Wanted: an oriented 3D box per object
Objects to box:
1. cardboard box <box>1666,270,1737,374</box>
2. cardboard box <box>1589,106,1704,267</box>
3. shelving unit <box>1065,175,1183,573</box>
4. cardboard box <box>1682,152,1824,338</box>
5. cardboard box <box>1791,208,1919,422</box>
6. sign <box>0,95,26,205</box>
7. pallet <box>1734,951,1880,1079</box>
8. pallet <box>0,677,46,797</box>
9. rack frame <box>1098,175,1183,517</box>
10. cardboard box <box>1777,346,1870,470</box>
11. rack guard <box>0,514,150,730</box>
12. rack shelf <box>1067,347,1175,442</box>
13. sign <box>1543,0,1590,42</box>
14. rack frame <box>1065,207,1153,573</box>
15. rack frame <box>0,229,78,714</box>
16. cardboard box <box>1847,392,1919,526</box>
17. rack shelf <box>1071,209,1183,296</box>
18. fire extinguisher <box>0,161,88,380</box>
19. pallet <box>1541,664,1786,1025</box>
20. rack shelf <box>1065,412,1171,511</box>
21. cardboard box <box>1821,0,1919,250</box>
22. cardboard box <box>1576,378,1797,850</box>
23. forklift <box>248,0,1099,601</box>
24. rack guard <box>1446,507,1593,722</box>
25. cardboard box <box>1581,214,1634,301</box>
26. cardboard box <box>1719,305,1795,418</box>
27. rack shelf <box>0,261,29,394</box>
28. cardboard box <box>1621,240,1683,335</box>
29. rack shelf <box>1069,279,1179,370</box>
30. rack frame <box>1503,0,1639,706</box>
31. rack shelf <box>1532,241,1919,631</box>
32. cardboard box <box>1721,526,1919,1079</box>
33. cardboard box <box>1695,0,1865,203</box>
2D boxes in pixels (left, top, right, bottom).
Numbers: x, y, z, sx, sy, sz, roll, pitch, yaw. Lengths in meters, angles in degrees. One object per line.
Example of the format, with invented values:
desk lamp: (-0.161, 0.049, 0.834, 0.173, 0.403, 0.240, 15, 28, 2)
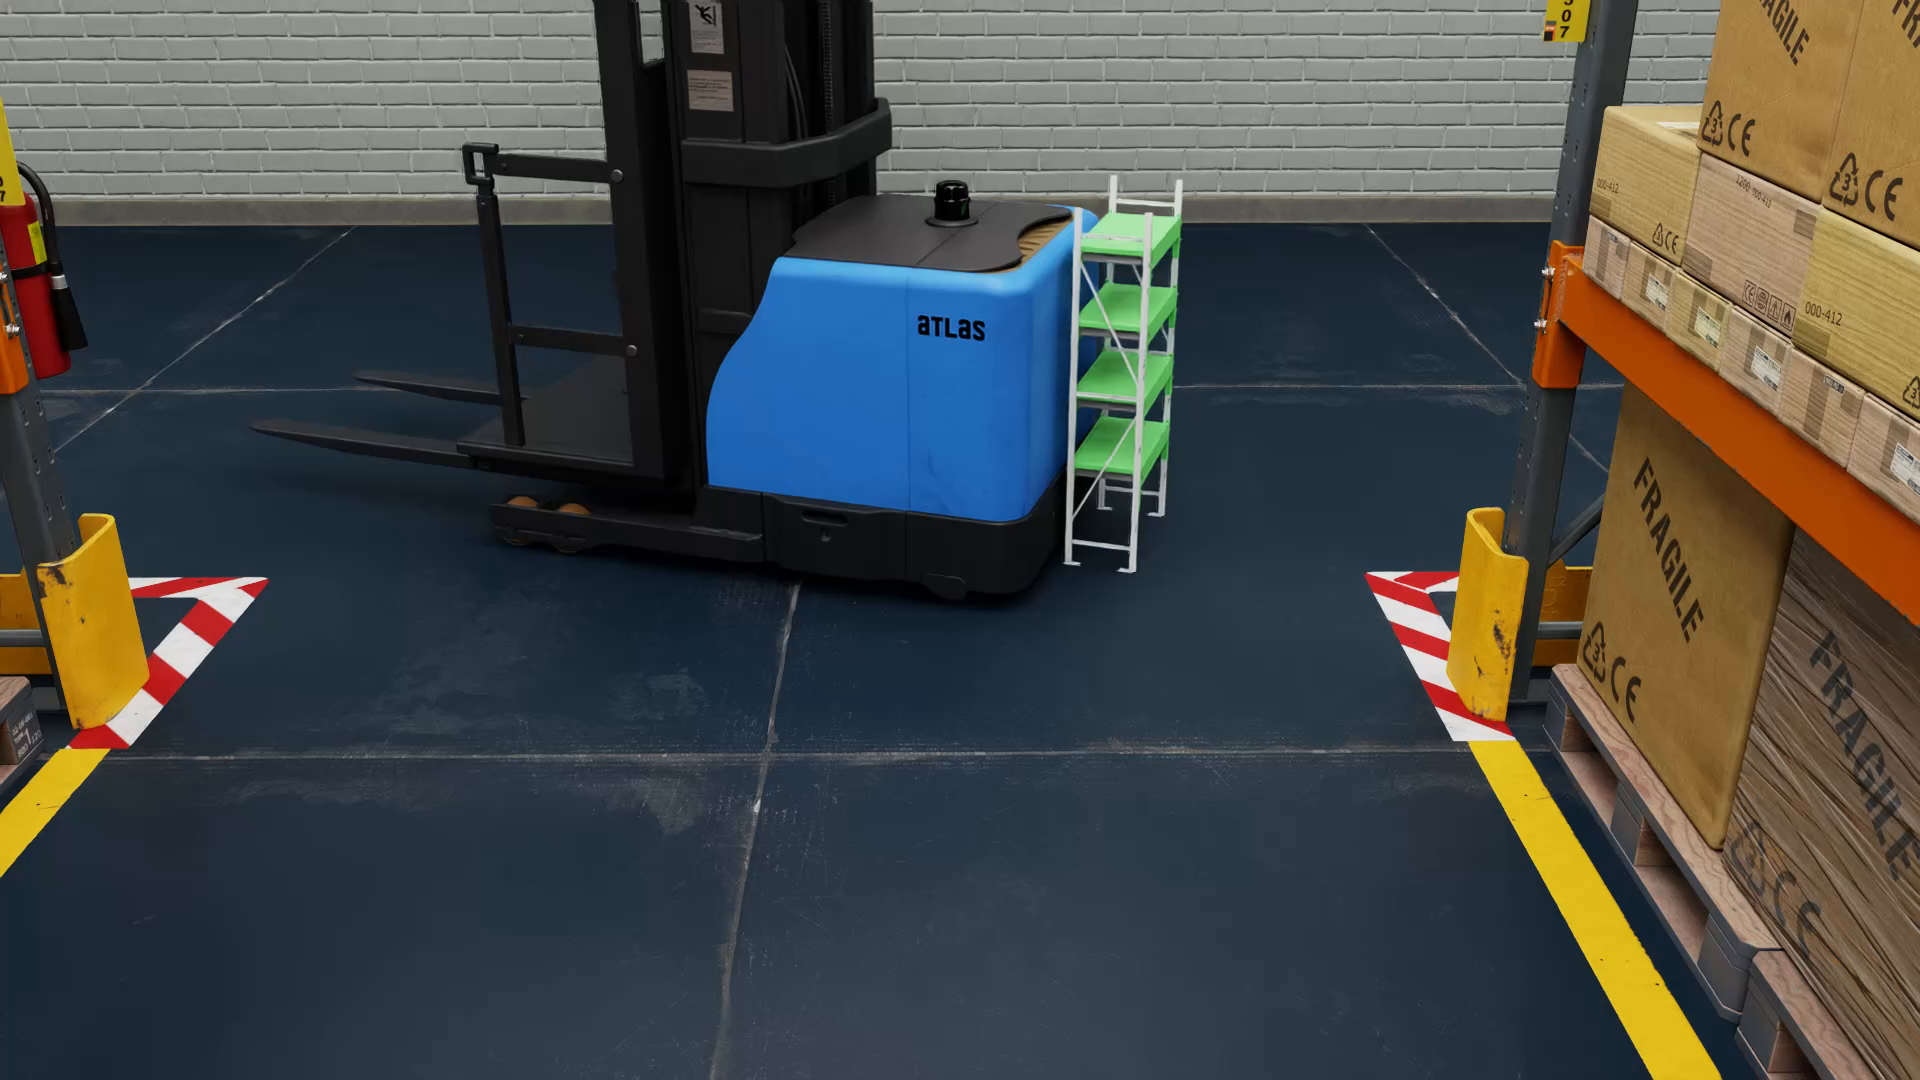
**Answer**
cardboard box: (1.697, -0.451, 3.412, 0.380, 0.149, 0.250, -1, 24, -2)
cardboard box: (1.751, -0.793, 3.684, 0.500, 0.250, 0.500, -1, 24, -2)
shelving unit: (0.541, -0.550, 5.509, 0.258, 1.200, 0.503, 7, 25, 16)
cardboard box: (1.763, -0.578, 3.210, 0.500, 0.250, 0.500, -1, 24, -1)
cardboard box: (1.765, -0.371, 2.752, 0.500, 0.250, 0.500, -1, 24, -2)
sign: (-2.387, -0.986, 4.091, 0.100, 0.325, 0.005, 0, 24, -1)
pallet: (2.113, 1.177, 2.892, 1.003, 0.211, 1.213, 0, 24, -1)
pallet: (-2.967, 0.708, 3.928, 1.003, 0.211, 1.213, 0, 24, -1)
rack frame: (0.614, -0.645, 5.721, 0.240, 1.200, 0.015, 7, 25, 16)
cardboard box: (1.703, -0.239, 2.943, 0.380, 0.149, 0.250, -1, 24, -2)
rack guard: (-2.950, 0.227, 4.642, 1.175, 0.500, 0.348, 0, 24, -1)
rack shelf: (0.541, -0.491, 5.535, 0.258, 0.148, 0.480, 7, 25, 16)
sign: (1.461, -1.355, 3.959, 0.100, 0.325, 0.005, 0, 24, -1)
rack frame: (0.467, -0.454, 5.297, 0.240, 1.200, 0.015, 7, 25, 16)
rack frame: (-2.937, -0.902, 4.105, 1.000, 3.000, 0.127, 0, 24, -1)
cardboard box: (1.706, -0.132, 2.708, 0.380, 0.149, 0.250, -1, 24, -1)
rack shelf: (0.541, -0.929, 5.337, 0.258, 0.148, 0.480, 7, 25, 16)
fire extinguisher: (-2.484, -0.761, 4.340, 0.296, 0.674, 0.183, 0, 24, -1)
pallet: (2.103, 0.675, 4.001, 1.003, 0.211, 1.213, 0, 24, -1)
rack shelf: (0.541, -0.273, 5.634, 0.258, 0.148, 0.480, 7, 25, 16)
cardboard box: (1.768, -0.715, 2.602, 0.500, 0.500, 0.500, -1, 24, -2)
cardboard box: (2.103, 0.116, 3.923, 0.875, 0.875, 0.875, 0, 24, -1)
forklift: (-1.086, -1.487, 5.482, 3.031, 2.935, 1.130, 8, 25, 16)
rack guard: (2.015, 0.205, 4.691, 1.175, 0.500, 0.348, 0, 24, -1)
cardboard box: (1.690, -0.662, 3.879, 0.380, 0.149, 0.250, 0, 24, 0)
cardboard box: (1.701, -0.344, 3.174, 0.380, 0.149, 0.250, -1, 24, -1)
rack shelf: (-2.915, 0.250, 2.431, 1.077, 0.370, 4.000, 0, 24, -1)
cardboard box: (1.694, -0.557, 3.645, 0.380, 0.149, 0.250, -1, 24, -1)
rack shelf: (0.541, -0.710, 5.436, 0.258, 0.148, 0.480, 7, 25, 16)
rack frame: (2.016, -0.924, 4.154, 1.000, 3.000, 0.127, 0, 24, -1)
rack shelf: (2.038, 0.227, 2.480, 1.077, 0.370, 4.000, 0, 24, -1)
cardboard box: (2.113, 0.491, 3.094, 0.875, 0.875, 0.875, 0, 24, -1)
cardboard box: (1.756, -0.928, 3.074, 0.500, 0.500, 0.500, -1, 24, -2)
